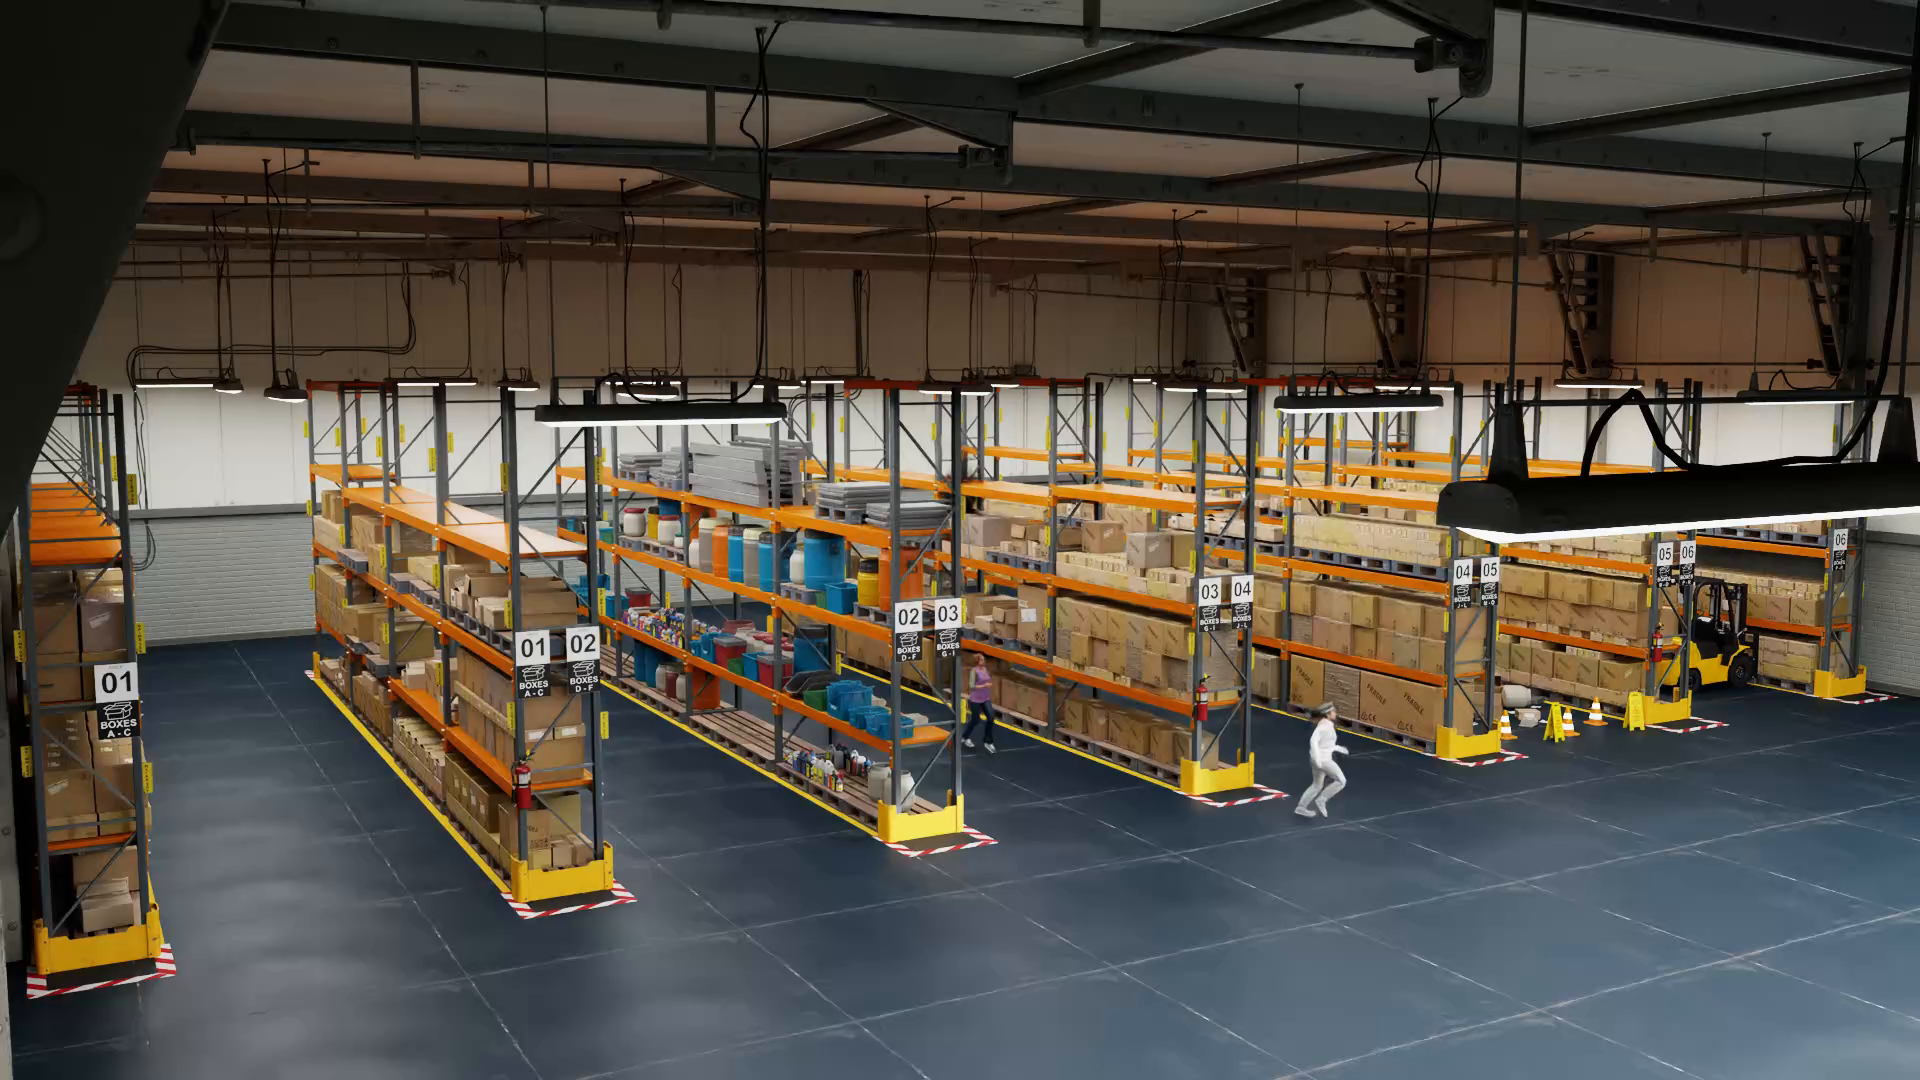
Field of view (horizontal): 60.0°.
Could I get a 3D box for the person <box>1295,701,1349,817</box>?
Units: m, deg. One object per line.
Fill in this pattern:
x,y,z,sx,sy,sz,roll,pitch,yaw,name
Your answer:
5.042,3.045,23.131,0.729,1.617,0.533,0,6,2,person

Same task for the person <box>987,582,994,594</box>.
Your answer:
0.723,1.039,42.268,0.608,1.611,0.607,-5,8,-40,person

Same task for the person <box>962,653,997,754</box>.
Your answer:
0.313,2.643,27.099,0.517,1.631,0.702,-6,8,-43,person
